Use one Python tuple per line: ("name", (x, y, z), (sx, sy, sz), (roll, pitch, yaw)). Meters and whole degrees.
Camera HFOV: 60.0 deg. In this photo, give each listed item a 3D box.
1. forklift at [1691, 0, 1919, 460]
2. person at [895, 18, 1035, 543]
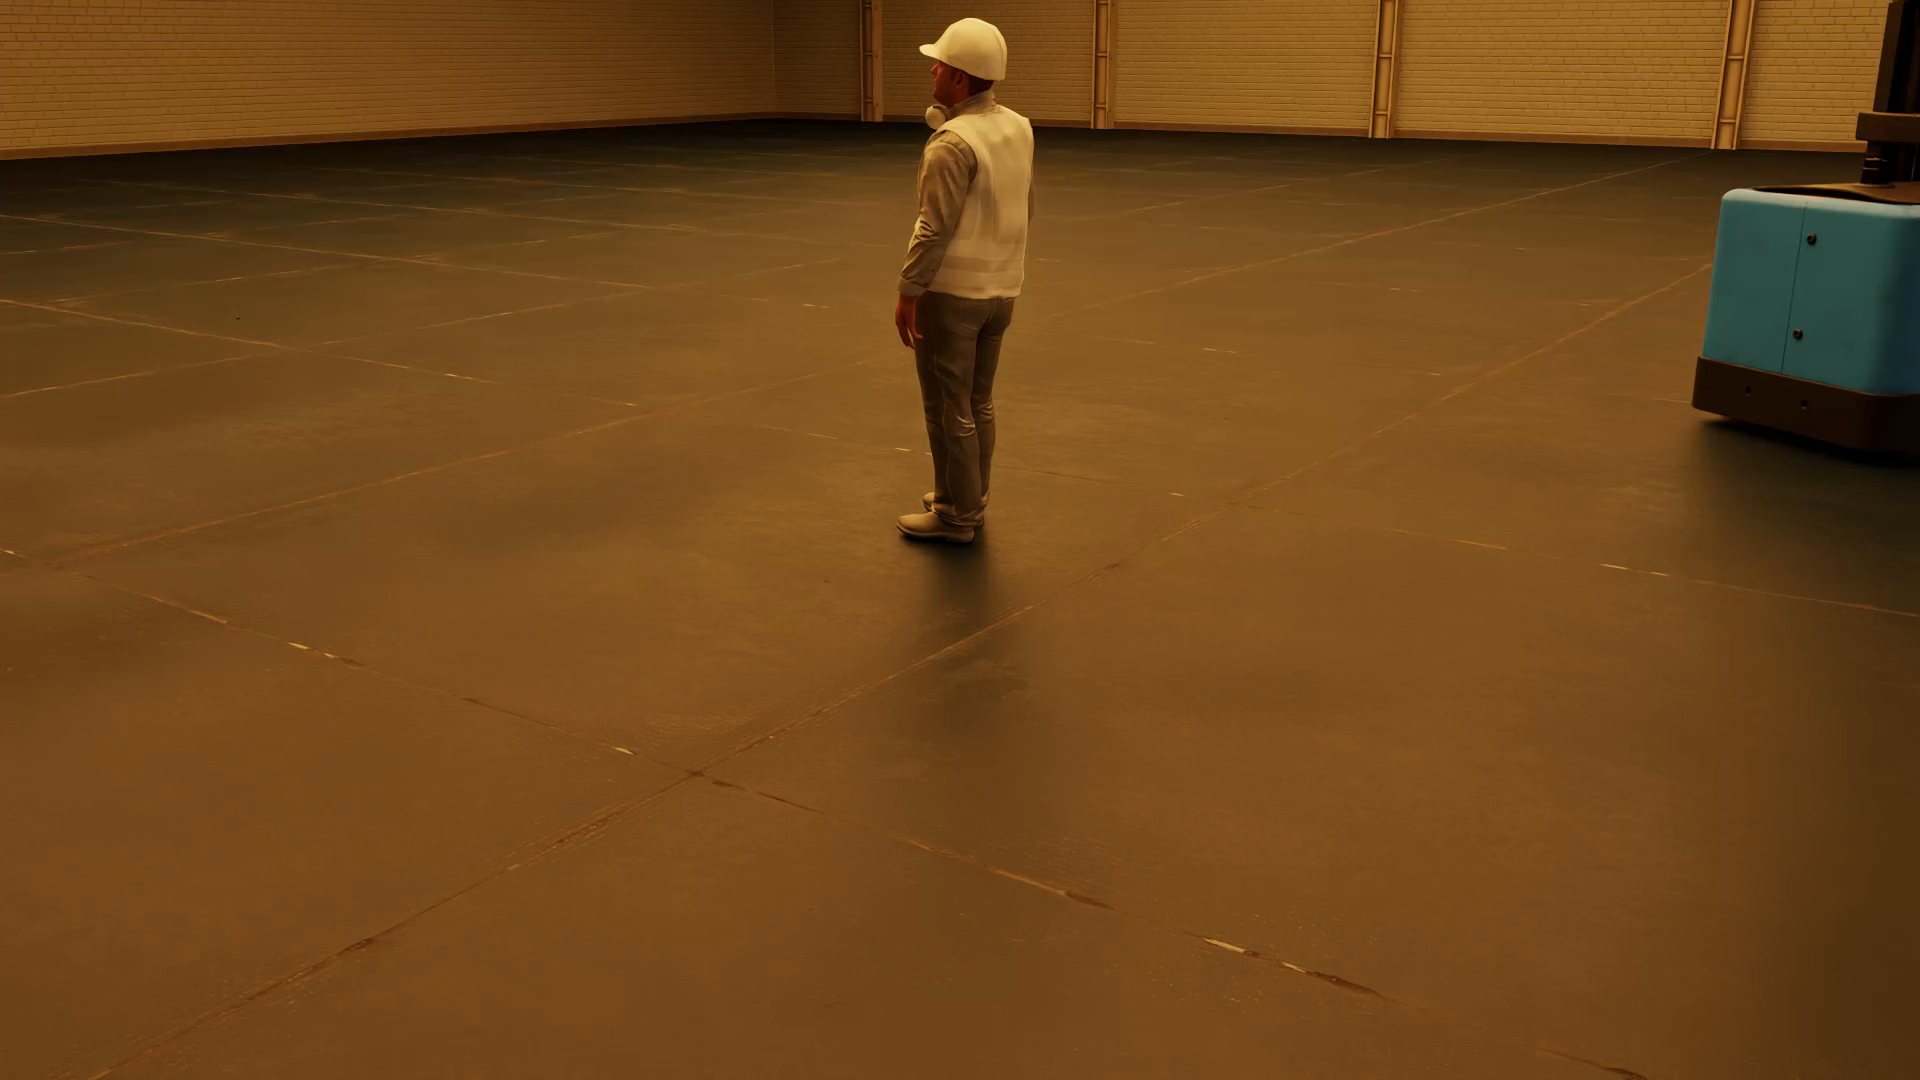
("forklift", (4.991, -1.993, 7.497), (3.031, 2.935, 1.130), (-7, 18, -21))
("person", (-0.046, -0.869, 5.732), (0.568, 1.773, 0.632), (11, 20, 33))
